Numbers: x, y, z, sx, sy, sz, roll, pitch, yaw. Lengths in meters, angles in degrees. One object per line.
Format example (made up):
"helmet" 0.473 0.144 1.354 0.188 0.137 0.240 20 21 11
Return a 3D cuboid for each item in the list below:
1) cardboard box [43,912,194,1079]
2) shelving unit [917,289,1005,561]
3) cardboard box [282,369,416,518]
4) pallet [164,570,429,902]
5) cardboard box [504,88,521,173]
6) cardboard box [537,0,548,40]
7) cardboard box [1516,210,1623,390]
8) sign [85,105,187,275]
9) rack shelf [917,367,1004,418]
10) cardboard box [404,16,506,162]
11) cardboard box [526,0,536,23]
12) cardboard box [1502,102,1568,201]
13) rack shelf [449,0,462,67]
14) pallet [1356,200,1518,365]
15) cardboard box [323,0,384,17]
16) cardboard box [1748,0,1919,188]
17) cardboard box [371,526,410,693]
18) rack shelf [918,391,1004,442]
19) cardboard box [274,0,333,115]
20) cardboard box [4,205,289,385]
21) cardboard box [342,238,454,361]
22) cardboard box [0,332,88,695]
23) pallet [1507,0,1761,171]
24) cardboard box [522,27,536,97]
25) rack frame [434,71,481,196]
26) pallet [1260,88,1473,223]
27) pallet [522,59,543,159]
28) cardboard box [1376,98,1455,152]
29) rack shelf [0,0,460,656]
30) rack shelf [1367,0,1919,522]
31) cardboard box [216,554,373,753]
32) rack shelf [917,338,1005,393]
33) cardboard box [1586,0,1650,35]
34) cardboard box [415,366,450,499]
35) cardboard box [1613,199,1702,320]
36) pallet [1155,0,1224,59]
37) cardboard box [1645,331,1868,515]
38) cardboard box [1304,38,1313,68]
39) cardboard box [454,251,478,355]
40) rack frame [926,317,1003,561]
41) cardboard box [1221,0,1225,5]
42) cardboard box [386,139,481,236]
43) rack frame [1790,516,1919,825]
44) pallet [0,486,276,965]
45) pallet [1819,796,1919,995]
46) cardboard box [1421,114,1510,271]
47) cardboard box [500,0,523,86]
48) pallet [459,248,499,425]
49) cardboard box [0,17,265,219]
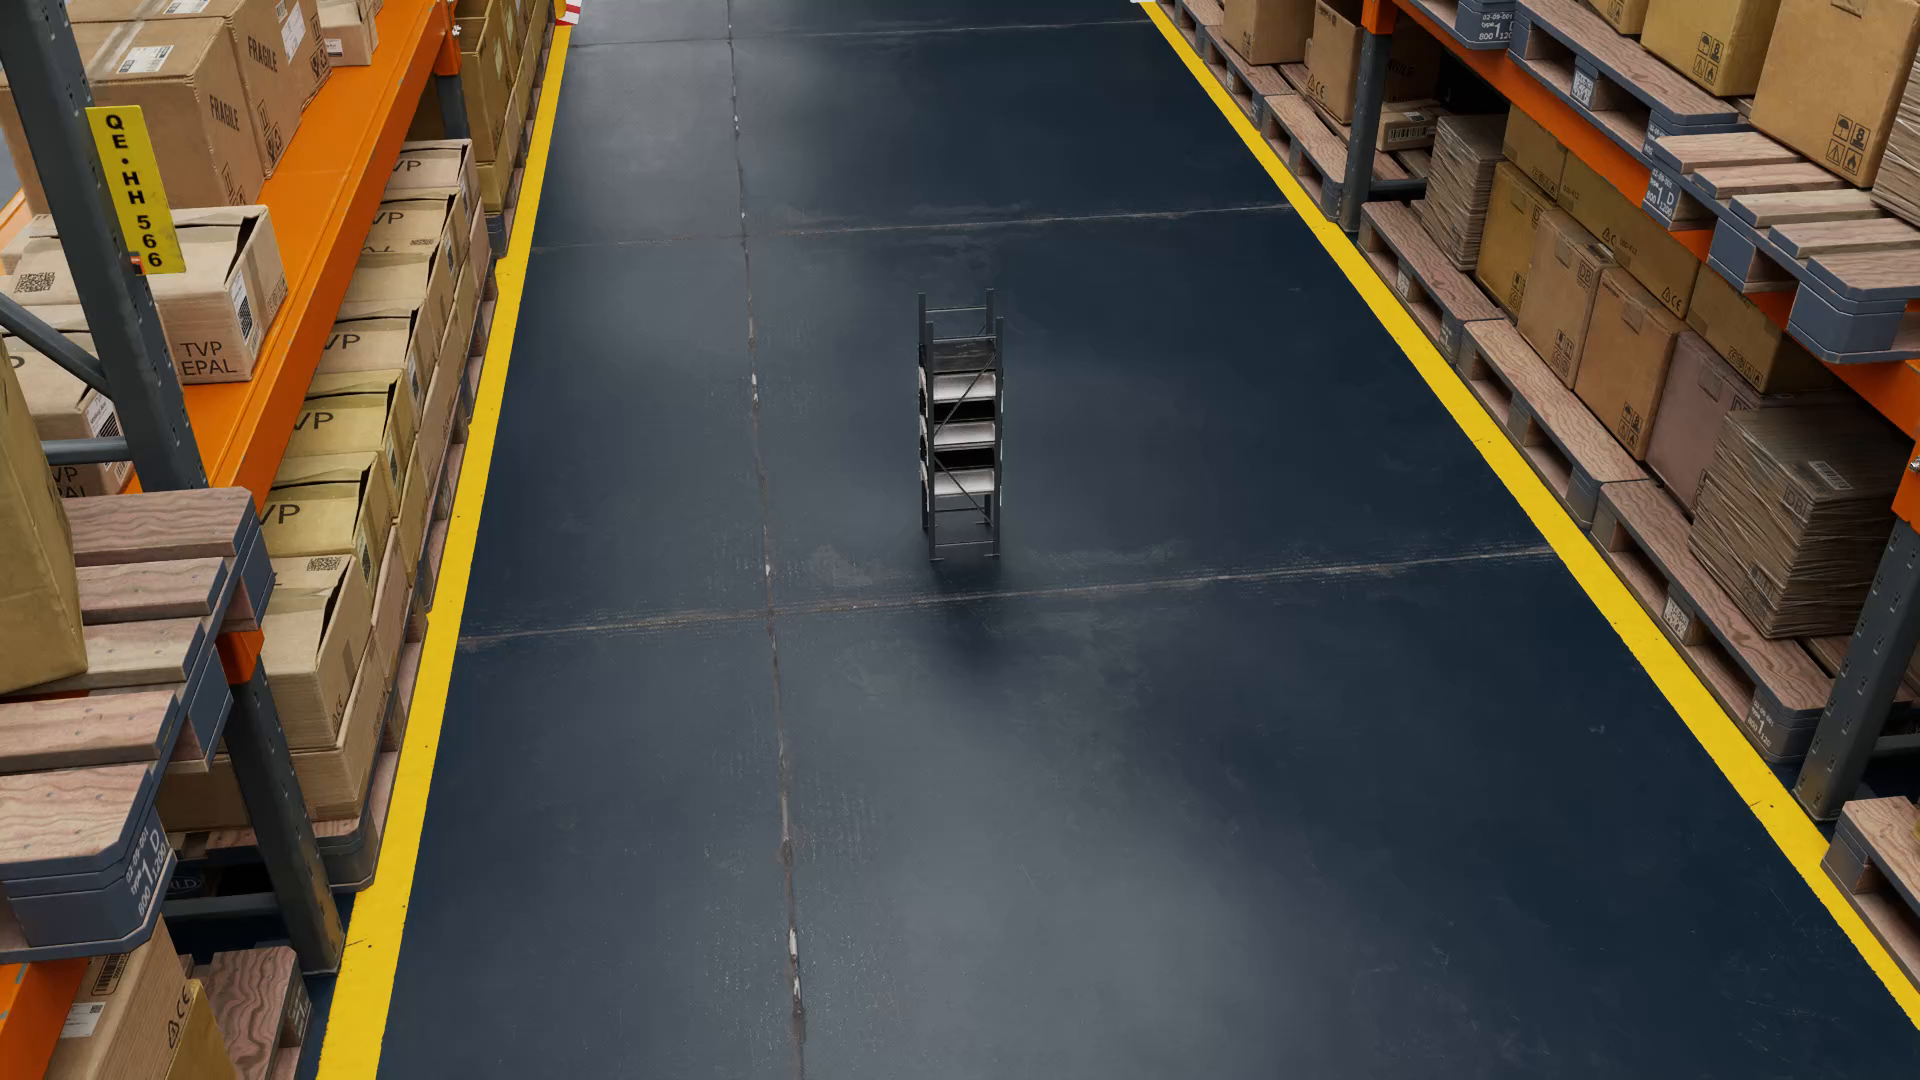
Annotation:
"cardboard box" -1.687 0.928 2.888 0.500 0.250 0.500 -3 34 -5
"shelving unit" 0.001 -0.367 5.490 0.258 0.900 0.210 -4 35 -6
"cardboard box" -1.982 -0.309 5.111 0.500 0.311 0.500 -5 35 -8
"pallet" -2.129 0.541 4.768 1.003 0.211 1.213 -4 35 -6
"cardboard box" -2.420 -1.979 8.059 0.500 0.250 0.500 -4 35 -6
"cardboard box" -2.689 -3.095 9.697 0.500 0.250 0.500 -4 35 -6
"cardboard box" 2.576 -0.925 6.273 0.700 0.500 0.500 -4 34 -6
"sign" -1.521 -0.641 3.069 0.100 0.325 0.005 -4 35 -6
"rack shelf" 0.001 -0.489 5.407 0.258 0.077 0.200 -4 35 -6
"cardboard box" -2.348 -2.010 7.439 0.500 0.500 0.500 -4 35 -6
"cardboard box" -2.617 -3.126 9.077 0.500 0.500 0.500 -4 35 -6
"cardboard box" 2.491 -1.562 6.541 0.500 0.250 0.500 -5 35 -7
"rack shelf" -2.864 -3.199 8.420 1.077 0.370 4.000 -4 35 -6
"pallet" 2.419 -1.171 7.281 1.003 0.211 1.213 -4 35 -6
"cardboard box" -2.486 -2.047 6.224 0.500 0.250 0.500 -2 34 -3
"cardboard box" 2.676 -1.320 4.544 0.700 0.500 0.500 -8 35 -11
"cardboard box" -1.905 0.219 4.833 0.500 0.250 0.500 -5 35 -8
"rack shelf" 0.001 -0.414 5.458 0.258 0.077 0.200 -4 35 -6
"cardboard box" -2.437 -1.698 5.490 0.500 0.500 0.500 -2 34 -3
"cardboard box" -1.986 -0.625 4.083 0.500 0.311 0.500 -5 35 -7
"cardboard box" -2.116 -0.877 5.944 0.500 0.311 0.500 -4 35 -7
"cardboard box" -1.861 -0.020 2.655 0.700 0.500 0.500 -16 37 -22
"pallet" 2.544 -1.548 5.528 1.003 0.211 1.213 -4 35 -6
"cardboard box" -2.555 -2.537 8.878 0.500 0.250 0.500 -4 35 -6
"rack frame" -2.595 -2.381 6.580 1.000 3.000 0.127 -4 35 -6
"pallet" 2.187 -1.978 8.465 1.003 0.211 1.213 -4 35 -6
"pallet" -2.828 -2.358 9.022 1.003 0.211 1.213 -4 35 -6
"cardboard box" 2.211 -2.065 8.242 0.380 0.166 0.250 -9 35 -13
"rack shelf" -2.326 -0.967 5.145 1.077 0.370 4.000 -4 35 -6
"rack shelf" 2.582 -1.345 5.698 1.077 0.370 4.000 -4 35 -6
"cardboard box" -1.837 0.268 4.264 0.500 0.311 0.500 -3 34 -5
"rack shelf" 0.001 -0.563 5.357 0.258 0.077 0.200 -4 35 -6
"cardboard box" 2.535 -2.017 5.567 0.700 0.500 0.500 0 34 0
"cardboard box" -2.050 -0.357 5.678 0.500 0.250 0.500 -4 34 -5
"cardboard box" 2.614 -0.992 5.705 0.500 0.250 0.500 -5 35 -7
"pallet" 1.859 -3.339 10.463 1.003 0.211 1.213 -4 35 -6
"cardboard box" 2.748 -0.369 5.456 0.700 0.500 0.500 -4 35 -6
"cardboard box" 2.118 -2.656 9.124 0.380 0.149 0.250 -7 35 -10
"cardboard box" -2.186 -0.926 6.514 0.500 0.250 0.500 -5 35 -7
"rack frame" 0.015 -0.311 5.407 0.240 0.900 0.006 -4 35 -6
"cardboard box" 1.855 -3.350 9.999 0.500 0.311 0.500 -2 34 -2
"cardboard box" -2.257 -1.445 6.778 0.500 0.311 0.500 -4 35 -6
"rack frame" 2.851 -0.526 3.858 1.000 3.000 0.127 -4 35 -6
"pallet" -1.897 0.304 2.811 1.213 0.211 1.003 -4 35 -6
"pallet" 2.882 1.072 3.989 1.003 0.211 1.213 -4 35 -6
"cardboard box" 2.428 -1.497 7.113 0.700 0.500 0.500 -3 34 -5
"cardboard box" -2.482 -2.568 8.258 0.500 0.500 0.500 -4 35 -6
"pallet" -2.458 -0.820 6.766 1.003 0.211 1.213 -4 35 -6
"cardboard box" -2.299 -1.125 4.648 0.500 0.500 0.500 -6 35 -9
